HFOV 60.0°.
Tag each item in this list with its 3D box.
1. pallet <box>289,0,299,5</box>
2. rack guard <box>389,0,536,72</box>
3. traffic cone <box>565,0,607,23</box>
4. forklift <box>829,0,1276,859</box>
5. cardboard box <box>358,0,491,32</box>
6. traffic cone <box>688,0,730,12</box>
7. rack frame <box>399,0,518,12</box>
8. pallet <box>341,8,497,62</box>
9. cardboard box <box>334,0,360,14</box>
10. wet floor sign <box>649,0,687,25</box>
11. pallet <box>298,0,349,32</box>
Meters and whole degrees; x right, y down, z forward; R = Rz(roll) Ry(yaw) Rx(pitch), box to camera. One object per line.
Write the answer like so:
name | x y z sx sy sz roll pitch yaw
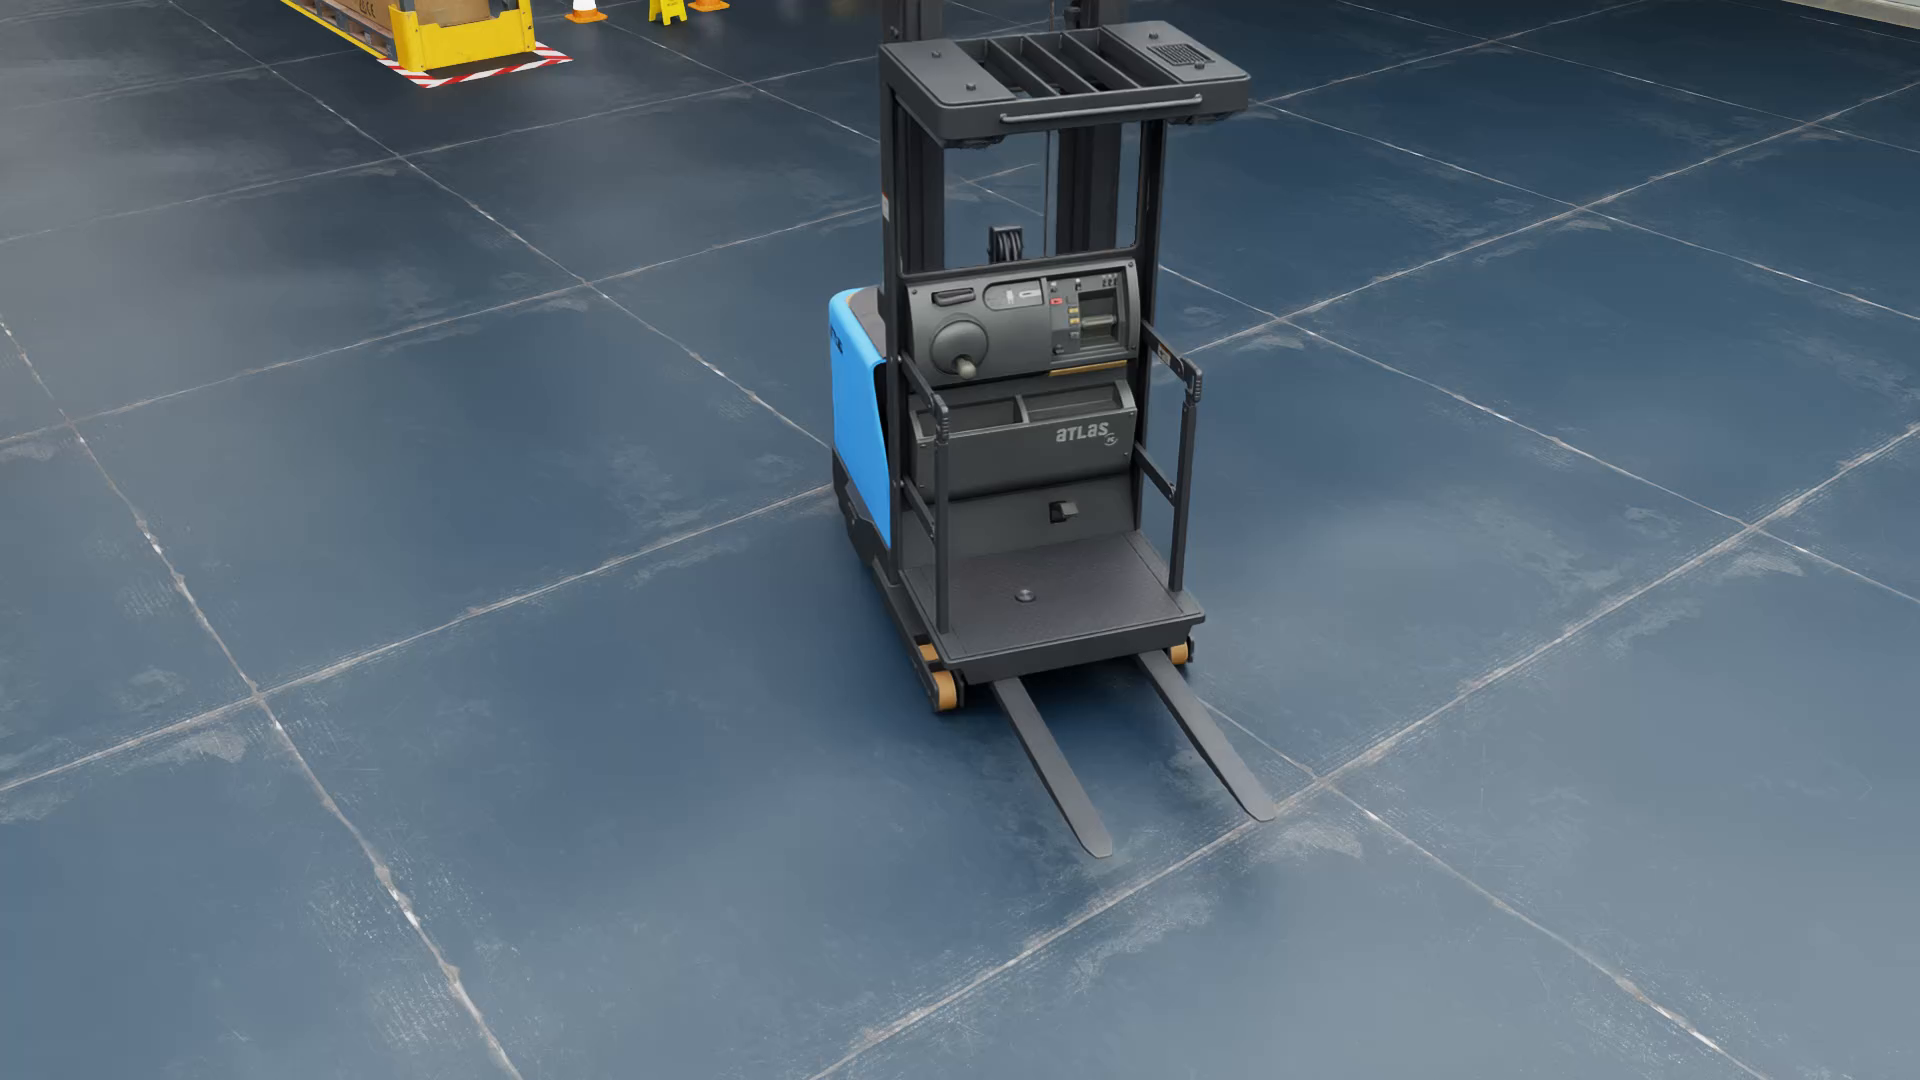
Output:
pallet | -6.368 -5.658 16.660 1.003 0.211 1.213 -22 38 -31
rack guard | -4.305 -4.446 14.434 1.175 0.500 0.348 -22 38 -31
traffic cone | -3.523 -5.121 15.556 0.336 0.463 0.334 -22 38 -31
forklift | 0.321 -0.798 6.257 1.130 2.935 3.031 -9 33 -15
cardboard box | -4.788 -5.055 14.661 0.875 0.875 0.875 -22 38 -31
traffic cone | -2.422 -5.345 15.917 0.336 0.463 0.334 -22 38 -31
rack frame | -4.320 -5.518 13.791 1.000 3.000 0.127 -22 38 -31
pallet | -4.872 -4.641 15.023 1.003 0.211 1.213 -22 38 -31
cardboard box | -5.329 -5.421 15.251 0.875 0.875 0.875 -23 39 -32
wet floor sign | -2.738 -5.146 15.424 0.232 0.644 0.267 26 40 35
pallet | -5.616 -5.149 15.841 1.003 0.211 1.213 -22 38 -31
